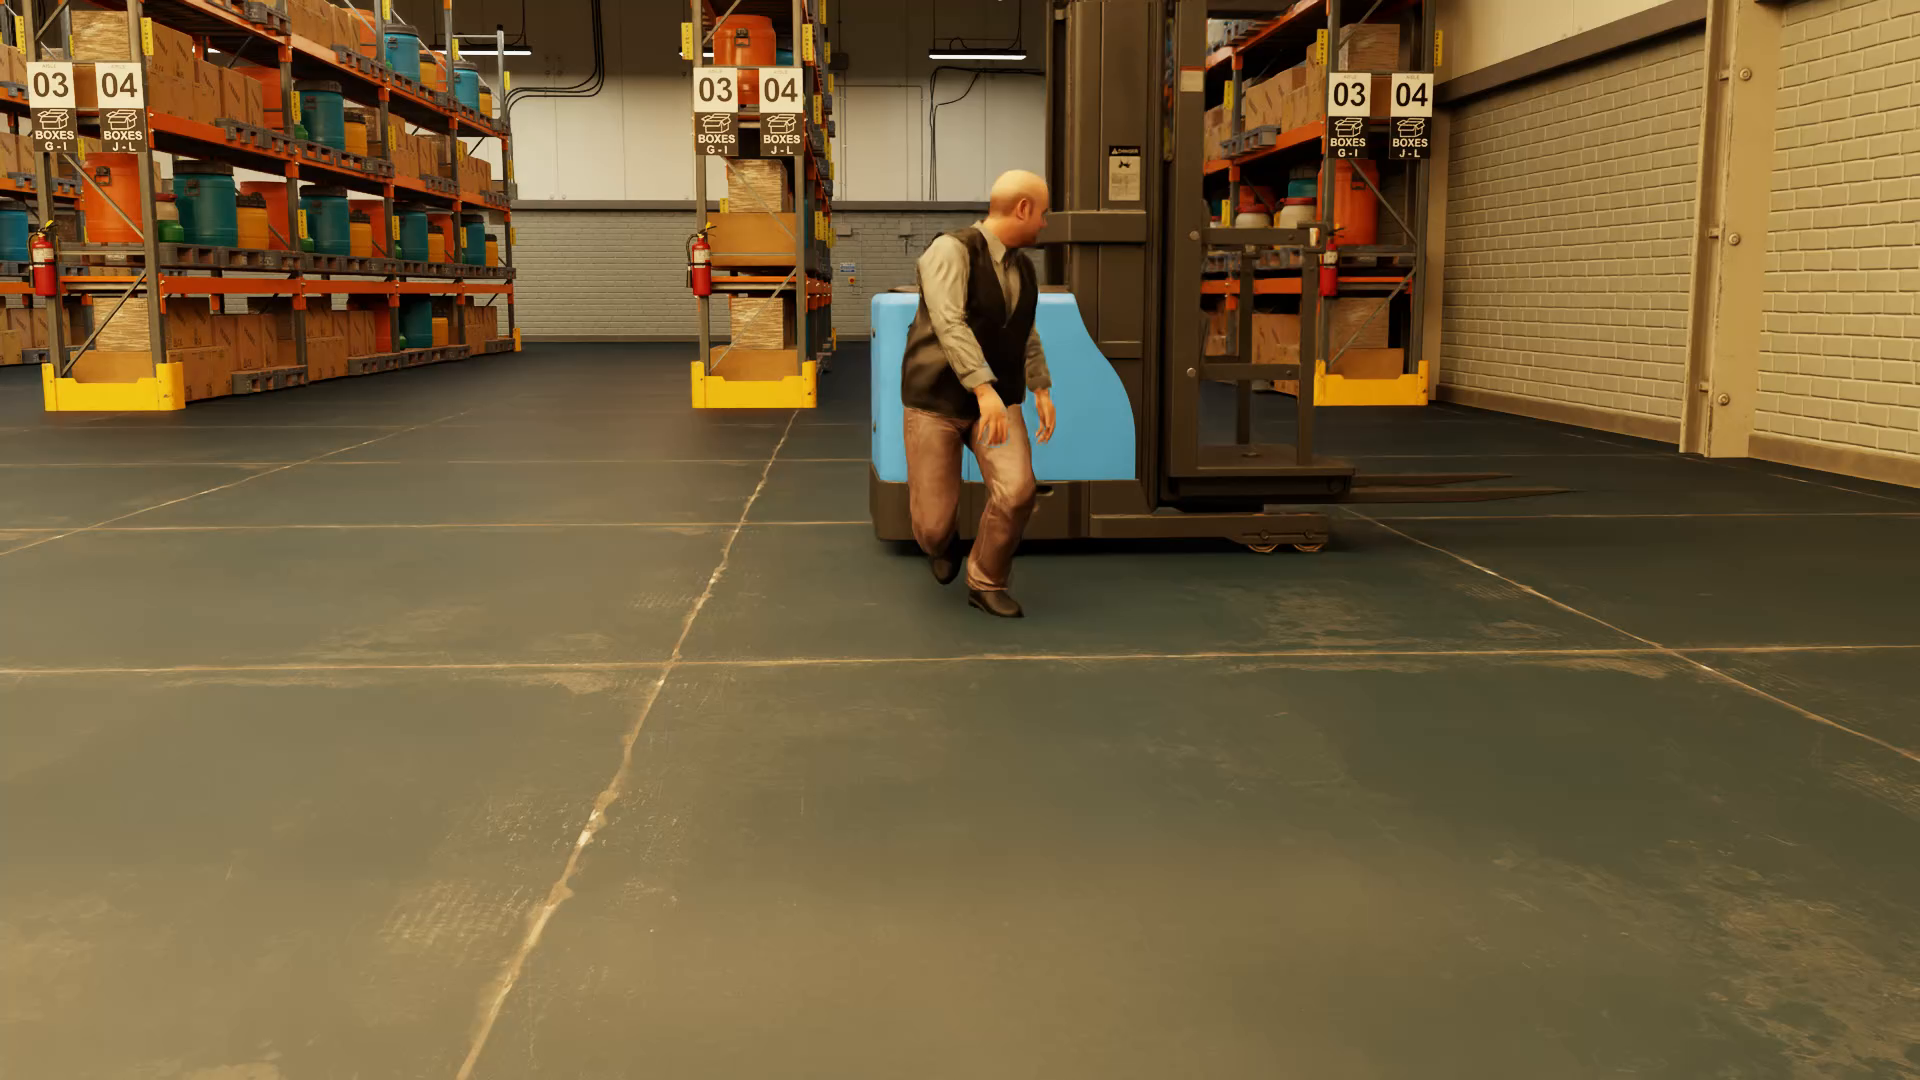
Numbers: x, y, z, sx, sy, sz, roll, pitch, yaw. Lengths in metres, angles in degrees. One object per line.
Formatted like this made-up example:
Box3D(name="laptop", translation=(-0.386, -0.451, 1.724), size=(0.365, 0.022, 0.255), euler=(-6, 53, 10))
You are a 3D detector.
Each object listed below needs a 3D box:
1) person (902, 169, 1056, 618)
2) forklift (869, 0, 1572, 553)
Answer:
Box3D(name="person", translation=(0.101, -0.500, 5.713), size=(0.627, 1.503, 0.806), euler=(-4, 9, -23))
Box3D(name="forklift", translation=(1.128, -1.473, 7.248), size=(3.031, 2.935, 1.130), euler=(-1, 8, -5))
